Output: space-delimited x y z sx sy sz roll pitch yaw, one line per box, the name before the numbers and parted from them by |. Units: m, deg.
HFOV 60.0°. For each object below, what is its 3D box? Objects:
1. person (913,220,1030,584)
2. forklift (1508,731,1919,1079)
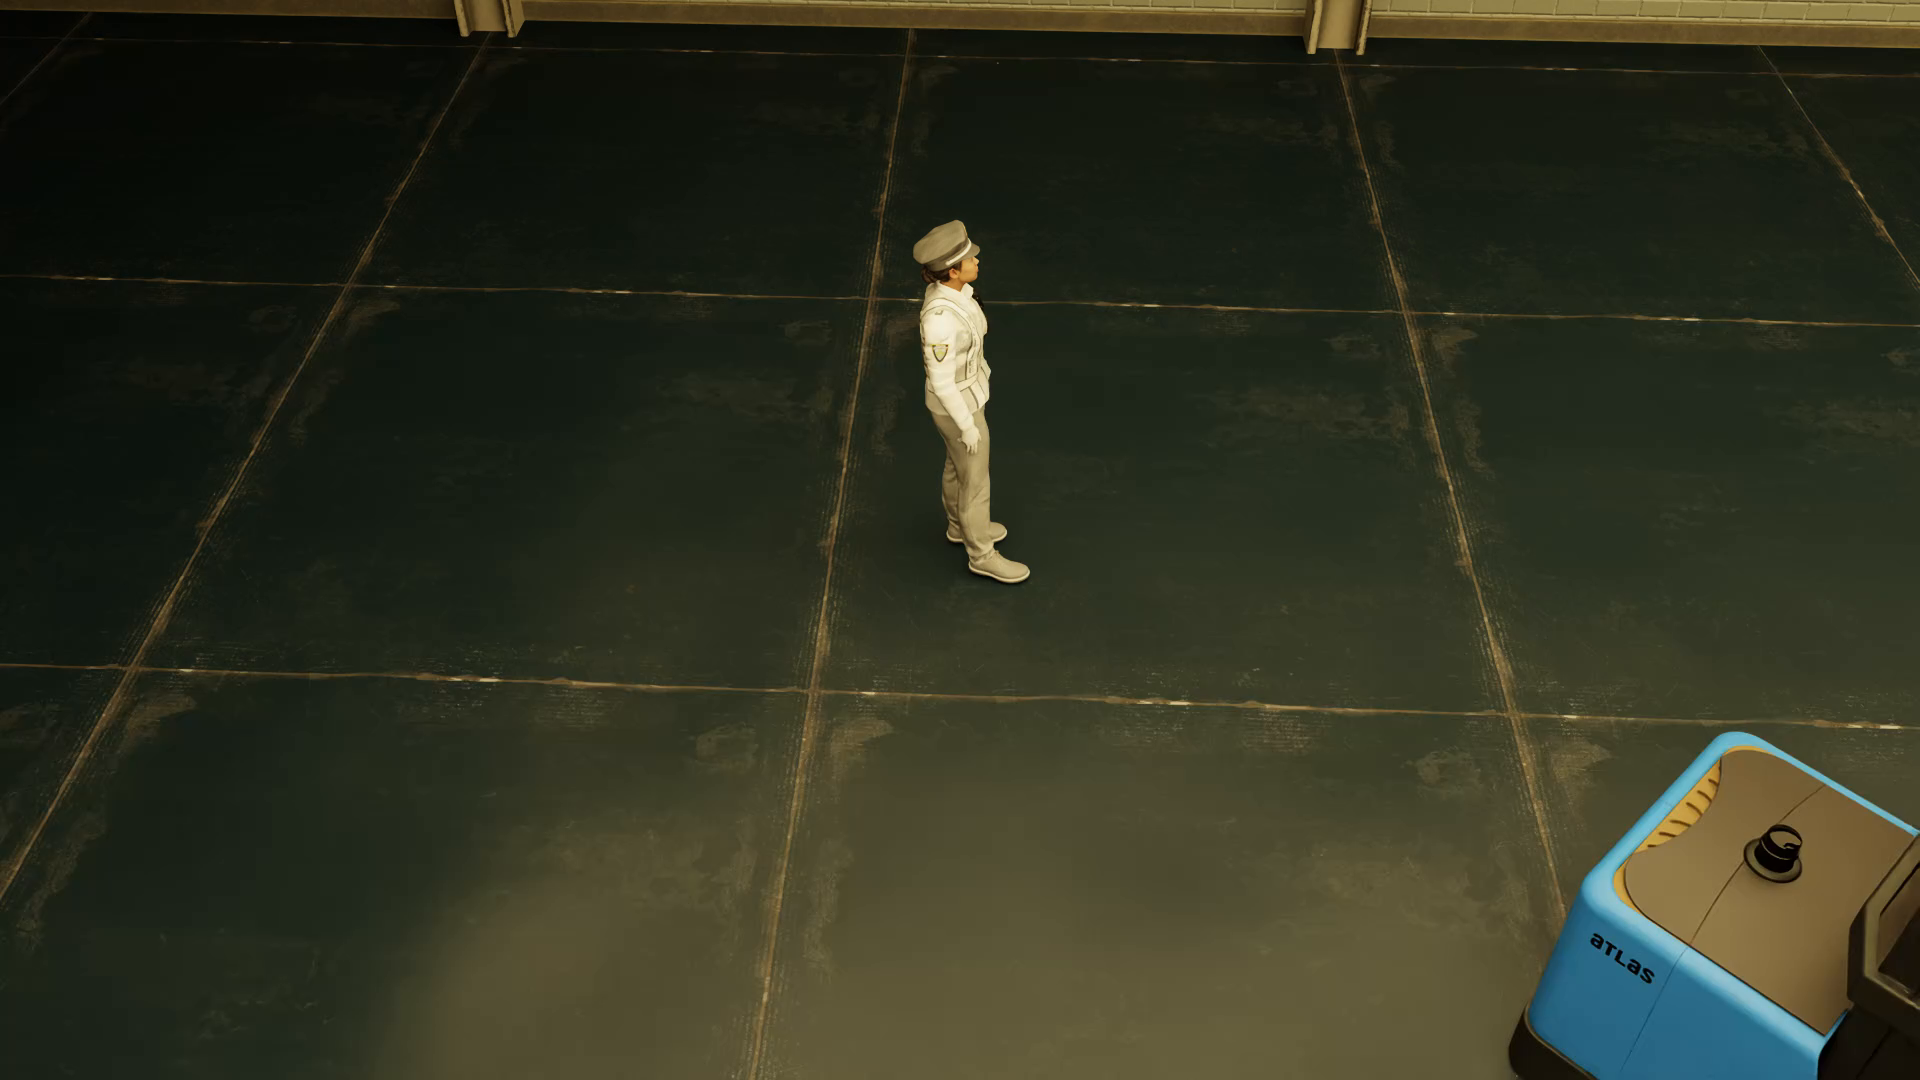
person | 0.068 -0.624 7.333 0.530 1.694 0.587 2 42 2
forklift | 3.302 1.278 4.342 1.130 2.935 3.031 -33 52 -31
